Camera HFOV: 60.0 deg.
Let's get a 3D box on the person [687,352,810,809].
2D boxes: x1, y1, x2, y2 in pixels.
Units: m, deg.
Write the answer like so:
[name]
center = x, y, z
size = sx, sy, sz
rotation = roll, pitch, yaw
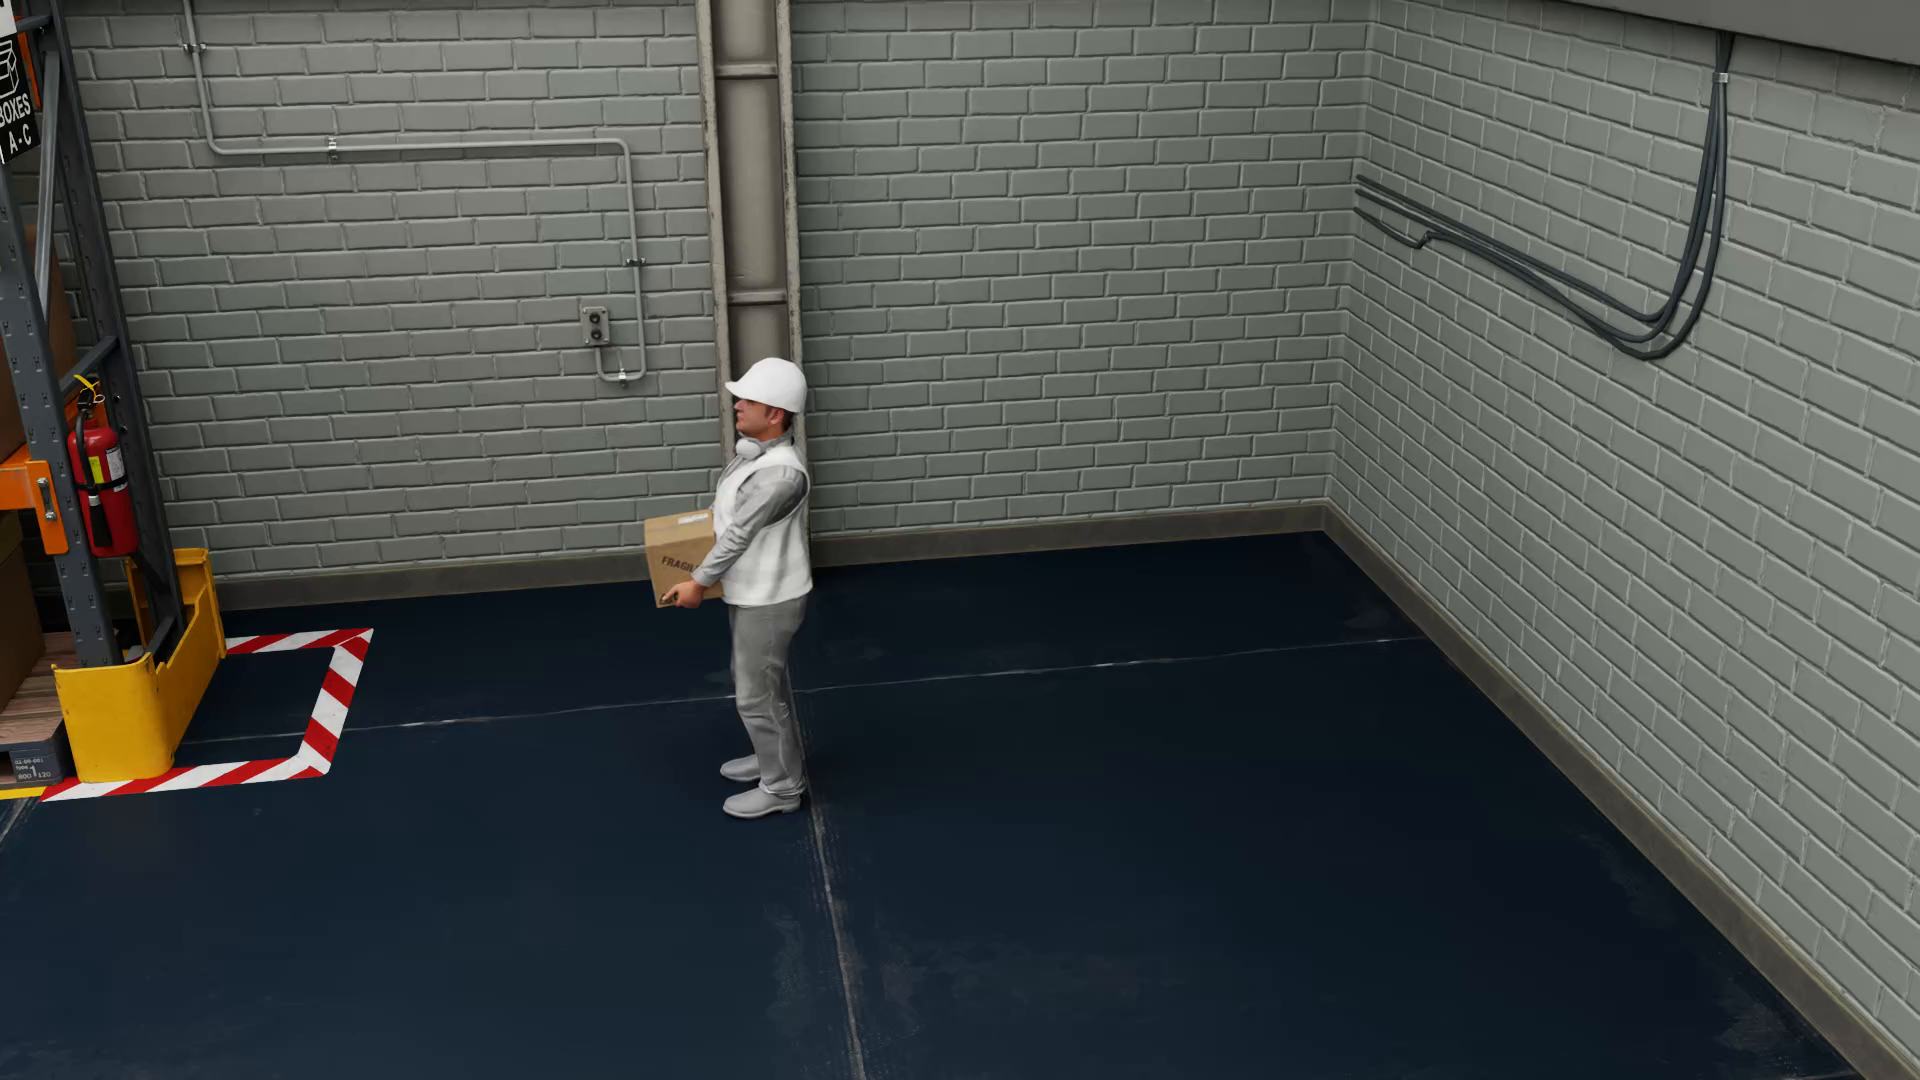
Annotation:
[person]
center = -0.795, 0.163, 6.173
size = 0.508, 1.776, 0.541
rotation = -4, 23, -8
